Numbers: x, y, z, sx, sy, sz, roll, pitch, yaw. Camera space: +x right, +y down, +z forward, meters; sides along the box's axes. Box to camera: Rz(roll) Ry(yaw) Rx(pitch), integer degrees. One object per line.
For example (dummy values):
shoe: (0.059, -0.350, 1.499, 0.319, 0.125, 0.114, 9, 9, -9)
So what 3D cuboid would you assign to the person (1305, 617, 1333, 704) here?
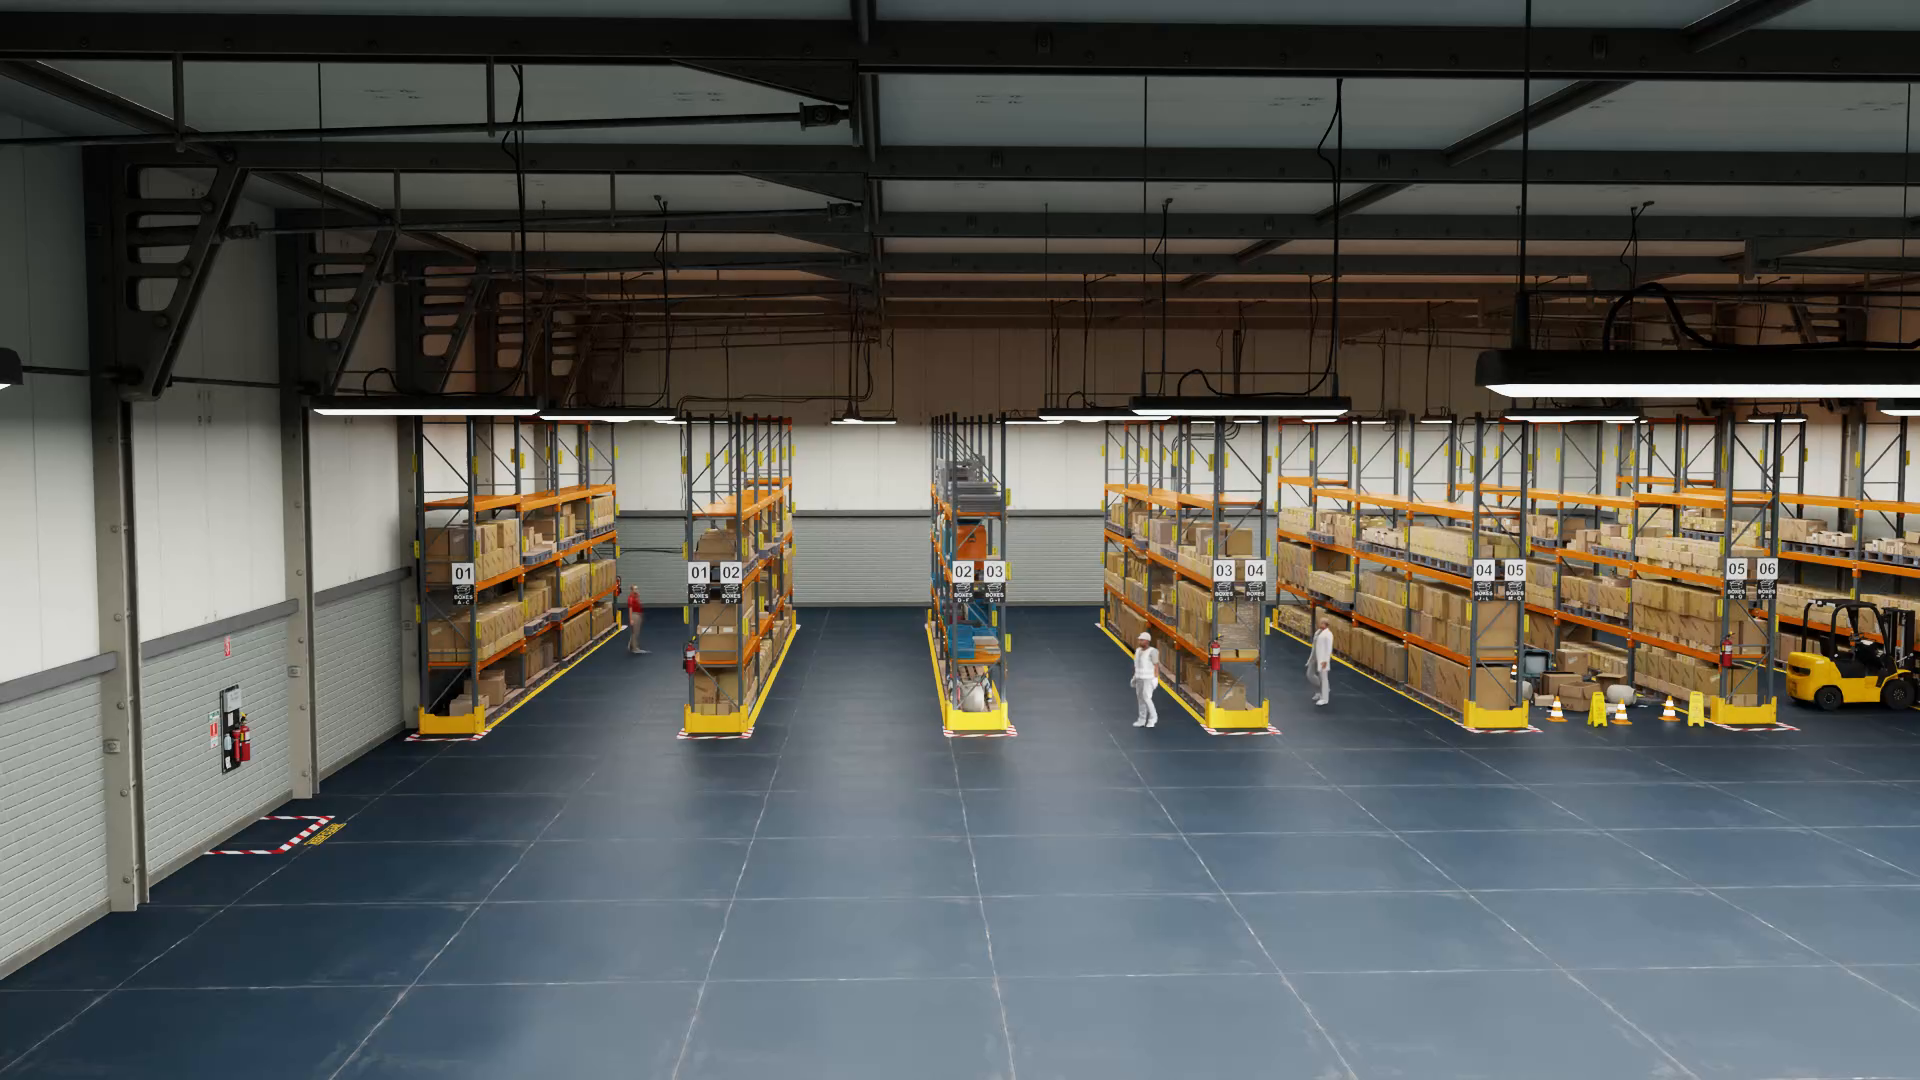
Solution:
person: (7.474, 2.481, 34.448, 0.546, 1.780, 0.650, -2, 4, -28)

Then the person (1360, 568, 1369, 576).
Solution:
person: (11.617, 1.606, 48.073, 0.997, 1.628, 0.620, 2, 4, 29)

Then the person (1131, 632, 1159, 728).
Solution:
person: (3.510, 2.663, 31.752, 0.386, 1.795, 0.611, -3, 5, -37)

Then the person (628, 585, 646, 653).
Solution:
person: (-8.178, 2.004, 42.016, 0.460, 1.742, 0.571, 0, 4, -6)
